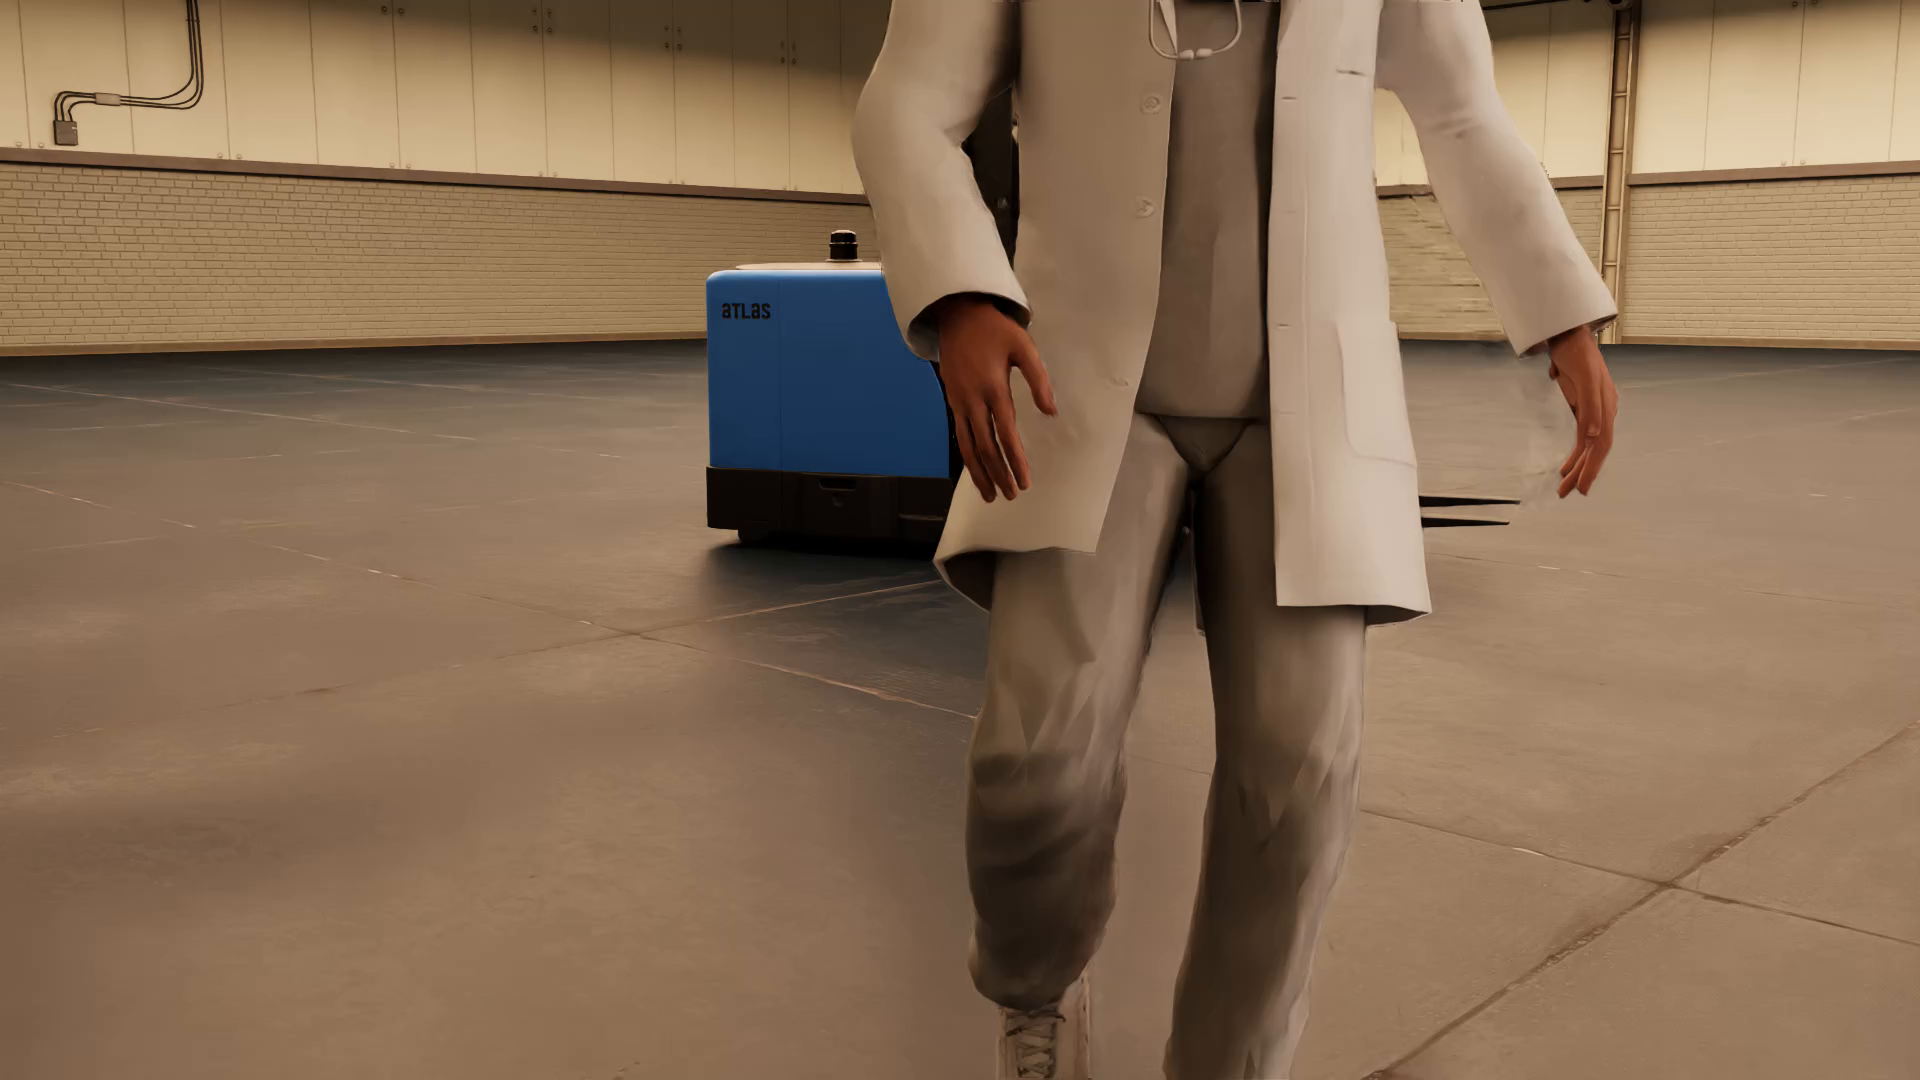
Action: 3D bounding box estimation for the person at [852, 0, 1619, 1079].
[{"bbox_3d":[0.300,-0.131,1.788,0.831,1.754,0.517,0,9,3],"label":"person"}]

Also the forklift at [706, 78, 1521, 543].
[{"bbox_3d":[0.565,-1.416,6.275,3.031,2.935,1.130,3,9,22],"label":"forklift"}]
